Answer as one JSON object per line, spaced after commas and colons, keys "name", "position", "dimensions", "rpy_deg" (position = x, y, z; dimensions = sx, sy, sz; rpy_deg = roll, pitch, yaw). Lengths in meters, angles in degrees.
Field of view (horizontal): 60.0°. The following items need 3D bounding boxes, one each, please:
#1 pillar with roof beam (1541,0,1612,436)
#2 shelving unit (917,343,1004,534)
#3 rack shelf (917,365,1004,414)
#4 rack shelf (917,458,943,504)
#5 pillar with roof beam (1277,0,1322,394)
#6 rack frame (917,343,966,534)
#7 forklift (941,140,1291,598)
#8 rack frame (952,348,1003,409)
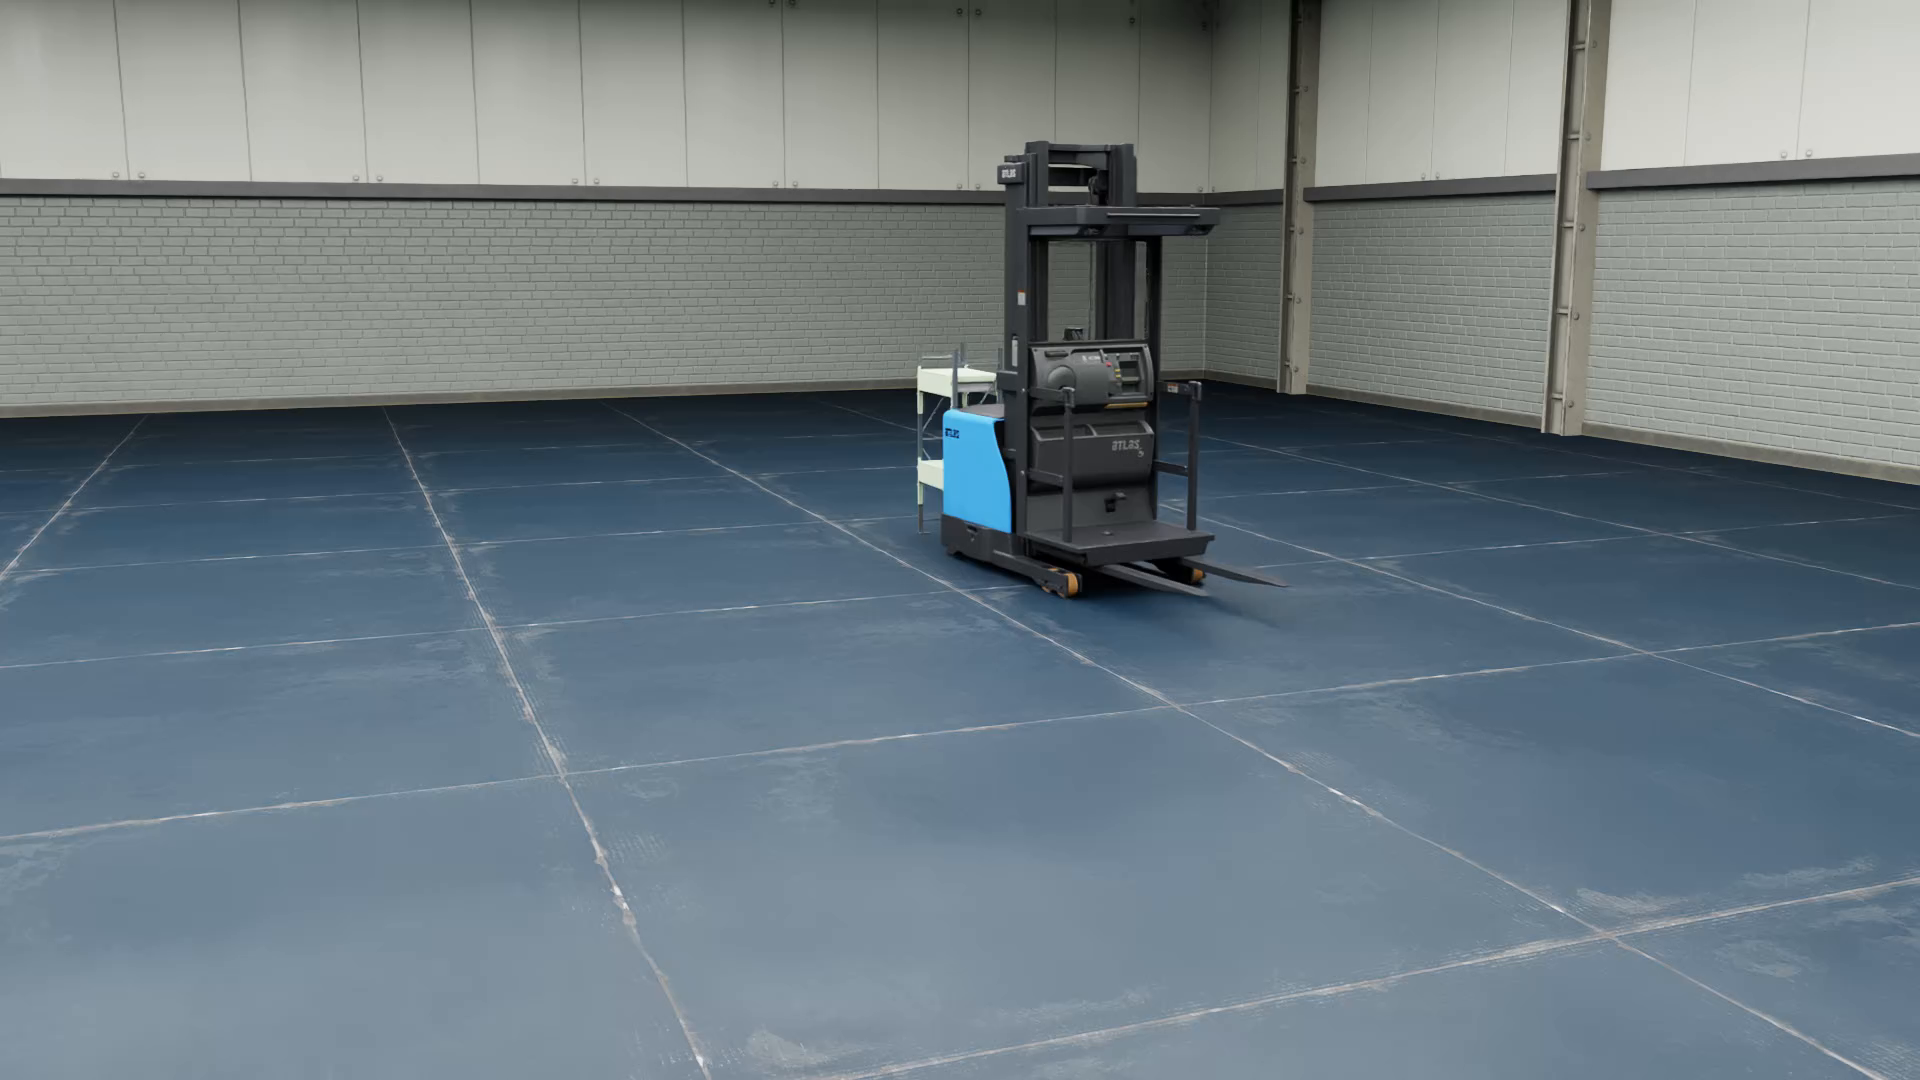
{"name": "pillar with roof beam", "position": [3.288, -5.446, 17.842], "dimensions": [9.100, 9.000, 0.400], "rpy_deg": [-4, 11, -21]}
{"name": "shelving unit", "position": [-0.007, -0.741, 12.800], "dimensions": [0.431, 1.500, 0.755], "rpy_deg": [-4, 11, -22]}
{"name": "rack shelf", "position": [-0.006, -1.126, 12.732], "dimensions": [0.431, 0.370, 0.720], "rpy_deg": [-4, 11, -22]}
{"name": "rack shelf", "position": [-0.008, -0.420, 12.857], "dimensions": [0.431, 0.370, 0.720], "rpy_deg": [-4, 11, -22]}
{"name": "pillar with roof beam", "position": [1.114, -6.426, 23.348], "dimensions": [9.100, 9.000, 0.400], "rpy_deg": [-4, 11, -21]}
{"name": "rack frame", "position": [-0.145, -0.801, 13.134], "dimensions": [0.400, 1.500, 0.023], "rpy_deg": [-4, 11, -22]}
{"name": "forklift", "position": [1.003, -1.156, 11.048], "dimensions": [1.130, 2.935, 3.031], "rpy_deg": [-5, 11, -28]}
{"name": "rack frame", "position": [0.131, -0.682, 12.466], "dimensions": [0.400, 1.500, 0.023], "rpy_deg": [-4, 11, -22]}
